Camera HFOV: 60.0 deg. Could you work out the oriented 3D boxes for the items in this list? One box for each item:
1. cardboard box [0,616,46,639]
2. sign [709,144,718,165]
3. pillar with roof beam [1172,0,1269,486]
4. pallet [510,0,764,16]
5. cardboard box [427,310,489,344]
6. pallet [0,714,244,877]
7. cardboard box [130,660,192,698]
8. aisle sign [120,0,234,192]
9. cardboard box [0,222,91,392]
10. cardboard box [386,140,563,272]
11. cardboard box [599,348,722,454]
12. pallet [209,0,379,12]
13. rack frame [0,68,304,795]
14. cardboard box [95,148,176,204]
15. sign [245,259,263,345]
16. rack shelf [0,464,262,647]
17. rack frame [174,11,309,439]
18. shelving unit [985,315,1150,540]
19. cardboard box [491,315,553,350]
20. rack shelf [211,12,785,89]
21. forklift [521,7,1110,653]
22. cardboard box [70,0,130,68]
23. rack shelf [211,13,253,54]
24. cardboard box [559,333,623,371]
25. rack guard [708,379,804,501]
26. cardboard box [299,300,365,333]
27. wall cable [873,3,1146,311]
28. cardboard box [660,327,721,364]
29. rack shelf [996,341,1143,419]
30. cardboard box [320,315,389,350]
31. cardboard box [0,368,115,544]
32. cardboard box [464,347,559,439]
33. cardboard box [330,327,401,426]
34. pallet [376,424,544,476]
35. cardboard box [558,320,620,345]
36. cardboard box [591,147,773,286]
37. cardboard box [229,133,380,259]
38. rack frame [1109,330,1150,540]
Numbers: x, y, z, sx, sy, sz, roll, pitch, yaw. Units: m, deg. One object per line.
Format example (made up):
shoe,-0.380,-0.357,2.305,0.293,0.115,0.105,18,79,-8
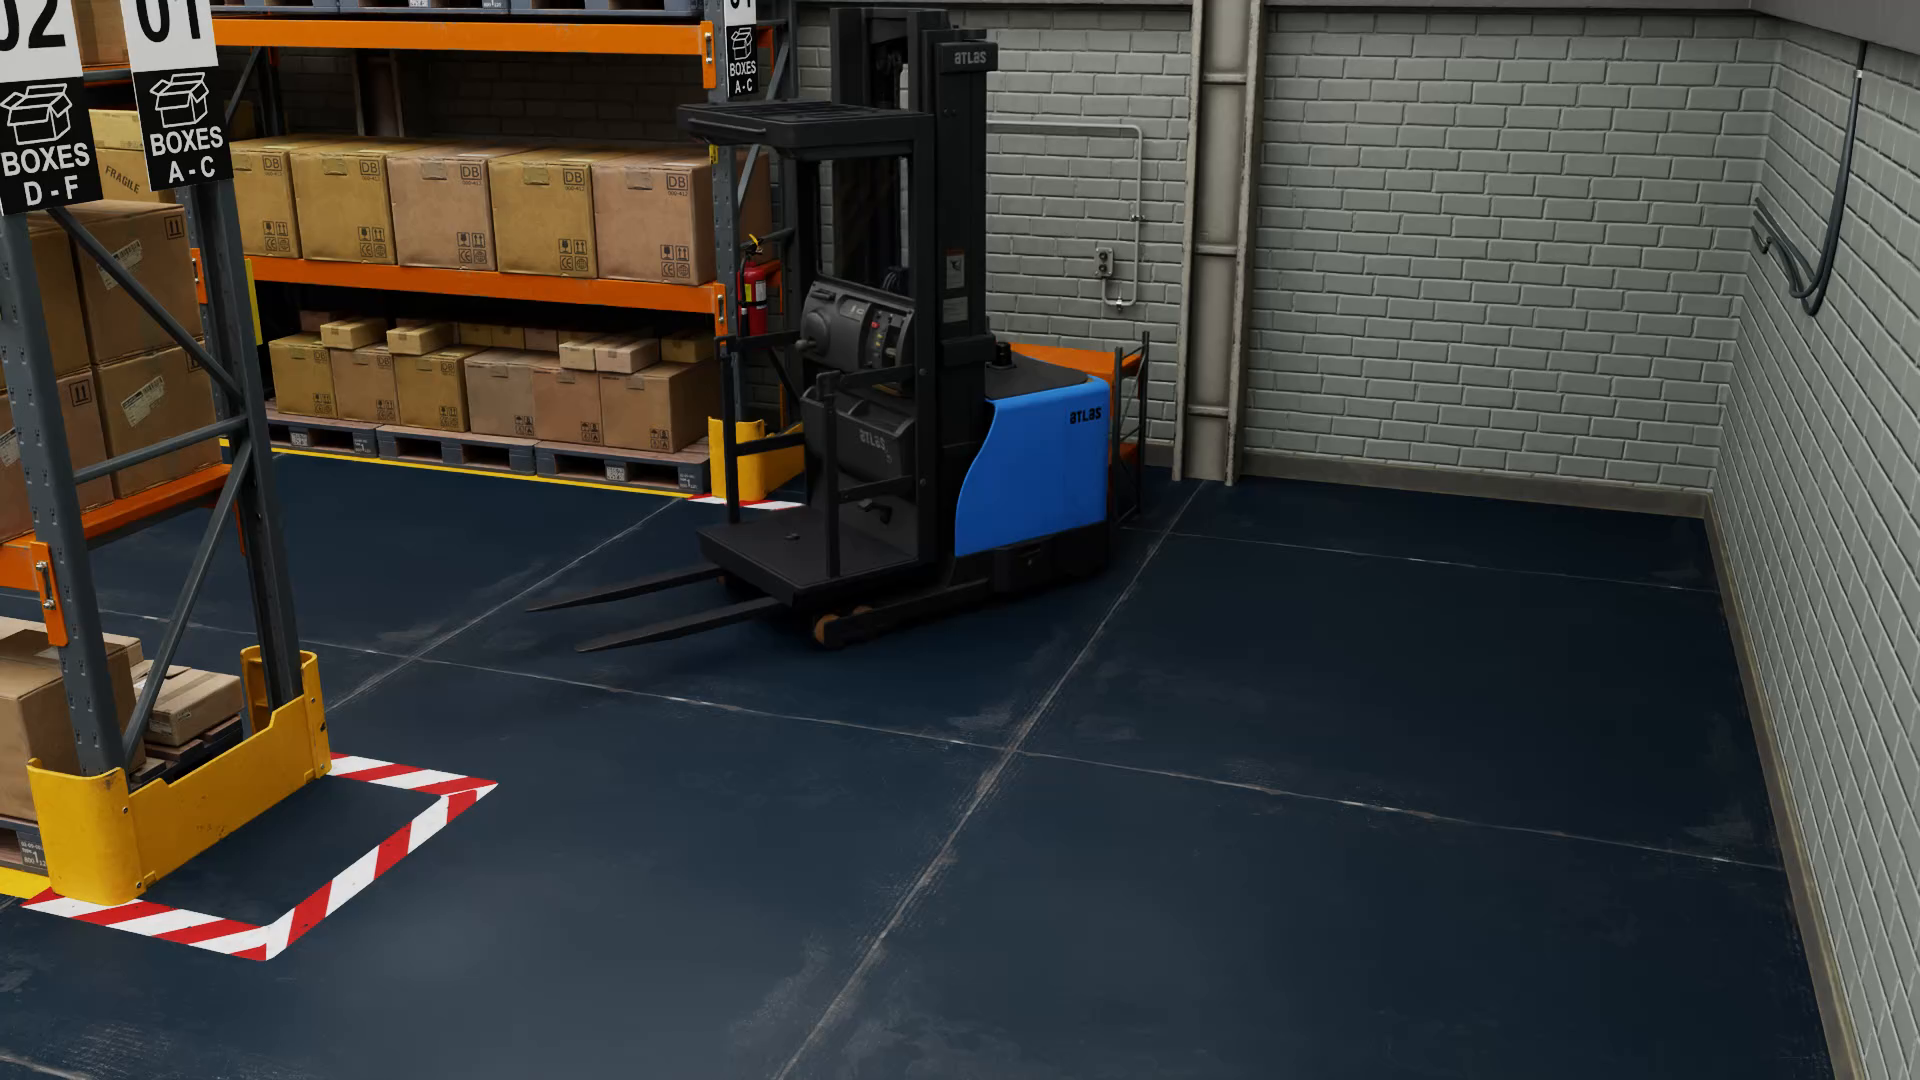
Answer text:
cardboard box,-4.223,0.526,7.020,0.500,0.250,0.500,7,20,18
sign,-1.427,-2.342,9.619,0.005,0.325,0.100,7,20,18
pillar with roof beam,0.186,-3.322,5.436,0.400,9.000,9.100,7,20,18
pallet,-1.940,-3.302,10.070,1.213,0.211,1.003,7,20,18
cardboard box,-3.428,-1.460,11.381,0.250,0.149,0.380,7,20,19
pallet,-3.683,0.913,6.638,1.213,0.211,1.003,7,20,18
cardboard box,-3.377,0.641,6.817,0.250,0.166,0.380,7,20,18
aisle sign,-2.697,-1.622,5.722,0.004,0.787,0.394,7,20,18
cardboard box,-3.369,-0.792,5.620,0.500,0.500,0.500,6,20,18
cardboard box,-3.129,-2.205,10.888,0.700,0.700,0.980,6,20,15
cardboard box,-1.930,-0.913,10.799,0.500,0.500,0.700,7,20,18
pallet,-4.245,-3.566,10.826,1.213,0.211,1.003,7,20,18
rack frame,-2.858,-0.310,5.909,0.127,3.000,1.000,7,20,18
cardboard box,-5.533,-2.451,11.418,0.500,0.500,0.500,6,20,17
sign,-2.680,-0.888,6.250,0.005,0.325,0.100,7,20,18
rack shelf,-4.747,-0.187,6.647,4.000,0.370,1.077,7,20,18
rack frame,-5.014,-2.283,11.568,0.127,3.000,1.000,7,20,18
shelving unit,0.520,-0.680,9.819,1.048,1.125,0.538,9,21,24
cardboard box,-2.944,-1.405,11.223,0.250,0.149,0.380,7,20,19
rack shelf,-3.125,-3.144,10.573,4.000,0.370,1.077,7,20,18
forklift,-0.685,-1.053,8.144,3.031,2.935,1.130,-13,23,-34
cardboard box,-3.260,-1.790,5.826,0.500,0.250,0.500,7,20,18
rack shelf,-6.904,-3.576,11.813,4.000,0.370,1.077,7,20,18
cardboard box,-2.353,-1.204,10.648,0.250,0.149,0.380,7,20,20
rack guard,-1.213,-0.668,10.733,0.348,0.500,1.175,7,20,18
cardboard box,-4.413,-1.572,11.703,0.250,0.149,0.380,6,20,18
wall cable,0.284,-2.486,10.608,1.851,1.984,0.084,7,20,18
cardboard box,-1.746,-1.268,10.832,0.250,0.149,0.380,7,20,18
rack shelf,0.520,-0.957,9.722,1.000,0.278,0.538,9,21,24
cardboard box,-4.078,-1.401,11.212,0.250,0.149,0.380,7,20,20
cardboard box,-3.370,-0.321,5.788,0.500,0.500,0.500,7,20,20
cardboard box,-2.878,-1.021,11.109,0.500,0.500,0.700,6,20,16
cardboard box,-3.868,-1.133,11.429,0.500,0.500,0.700,6,20,18
pallet,-3.165,-0.728,11.345,1.213,0.211,1.003,7,20,18
cardboard box,-2.461,-1.350,11.066,0.250,0.149,0.380,7,20,19
cardboard box,-1.721,-2.044,10.428,0.700,0.700,0.980,7,21,21
cardboard box,-4.507,-2.361,11.336,0.700,0.700,0.980,7,20,19
rack frame,0.980,-0.609,9.614,0.032,1.125,0.500,9,21,24
